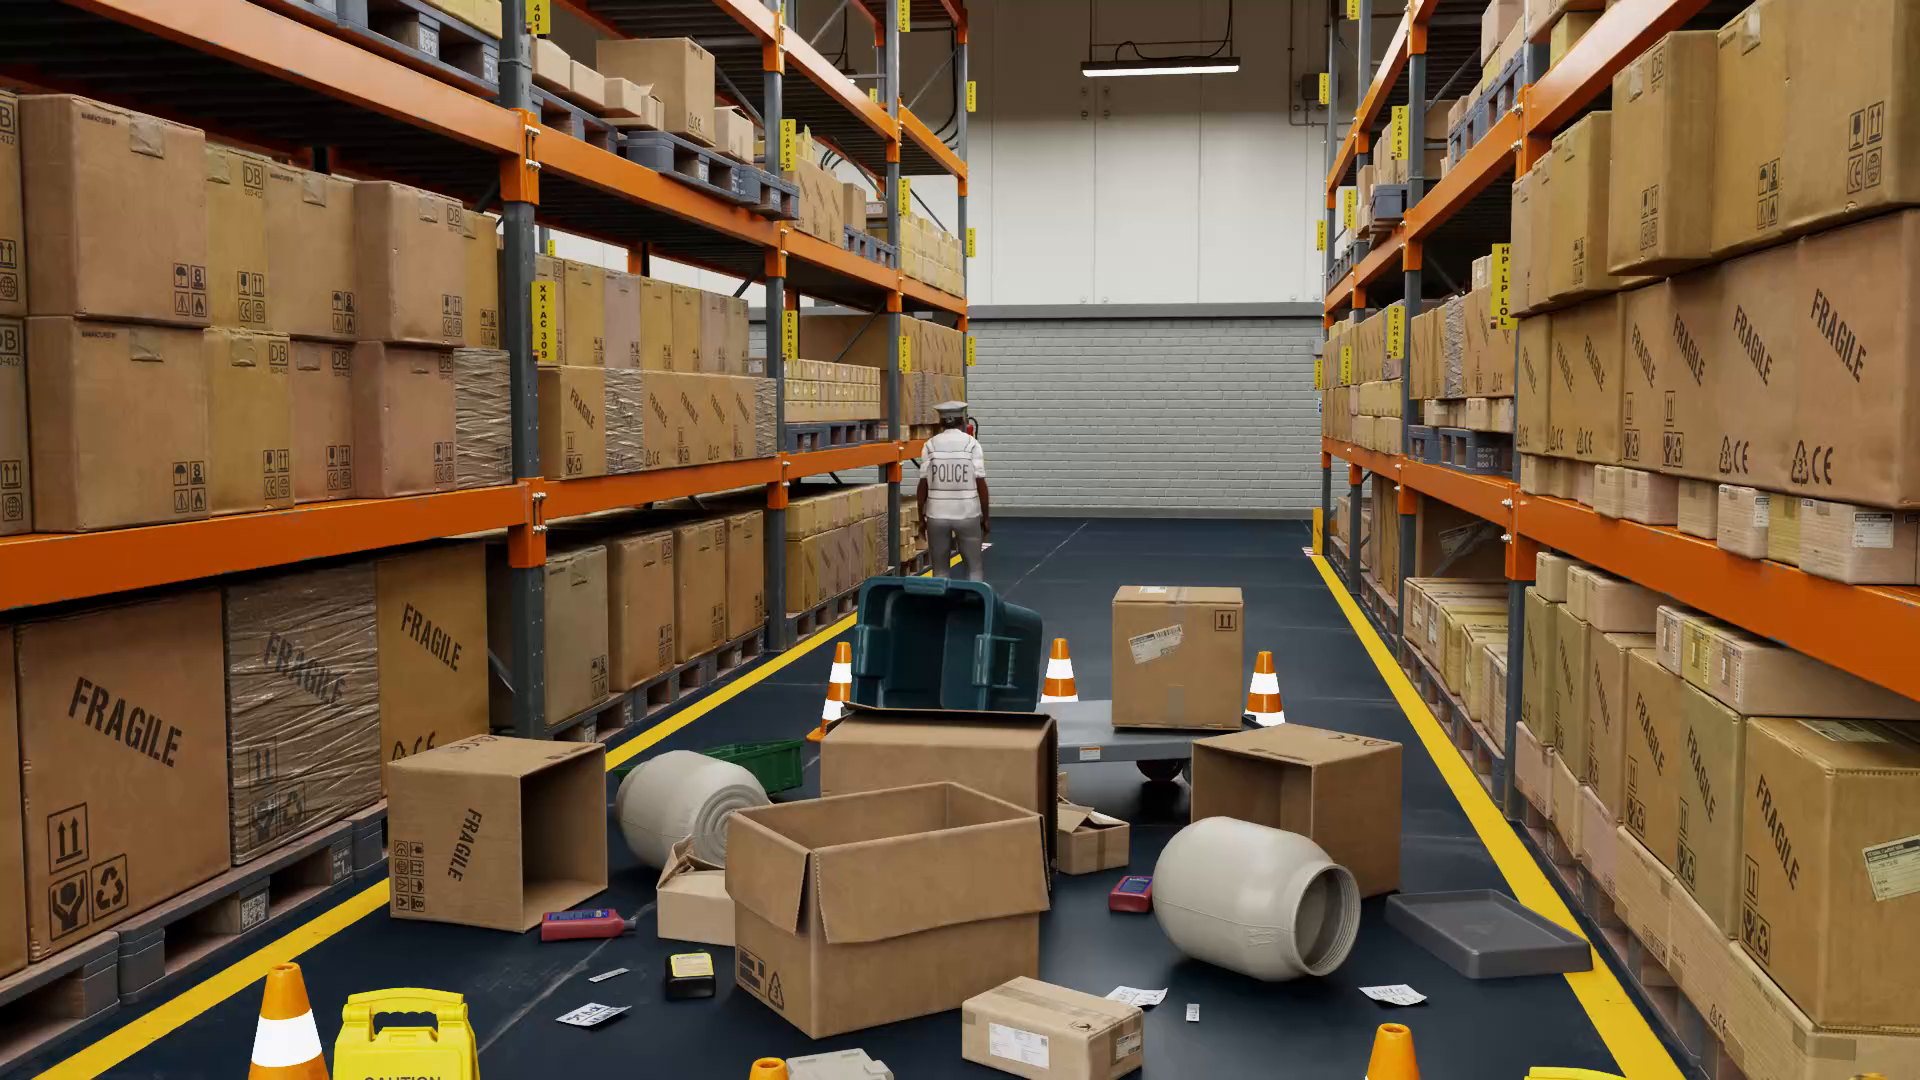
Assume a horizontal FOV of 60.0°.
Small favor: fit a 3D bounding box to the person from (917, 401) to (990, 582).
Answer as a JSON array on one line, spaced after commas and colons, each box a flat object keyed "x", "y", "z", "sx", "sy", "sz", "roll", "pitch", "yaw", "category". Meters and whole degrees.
[{"x": -0.034, "y": -0.131, "z": 11.539, "sx": 0.520, "sy": 1.659, "sz": 0.417, "roll": 1, "pitch": 5, "yaw": 7, "category": "person"}]
